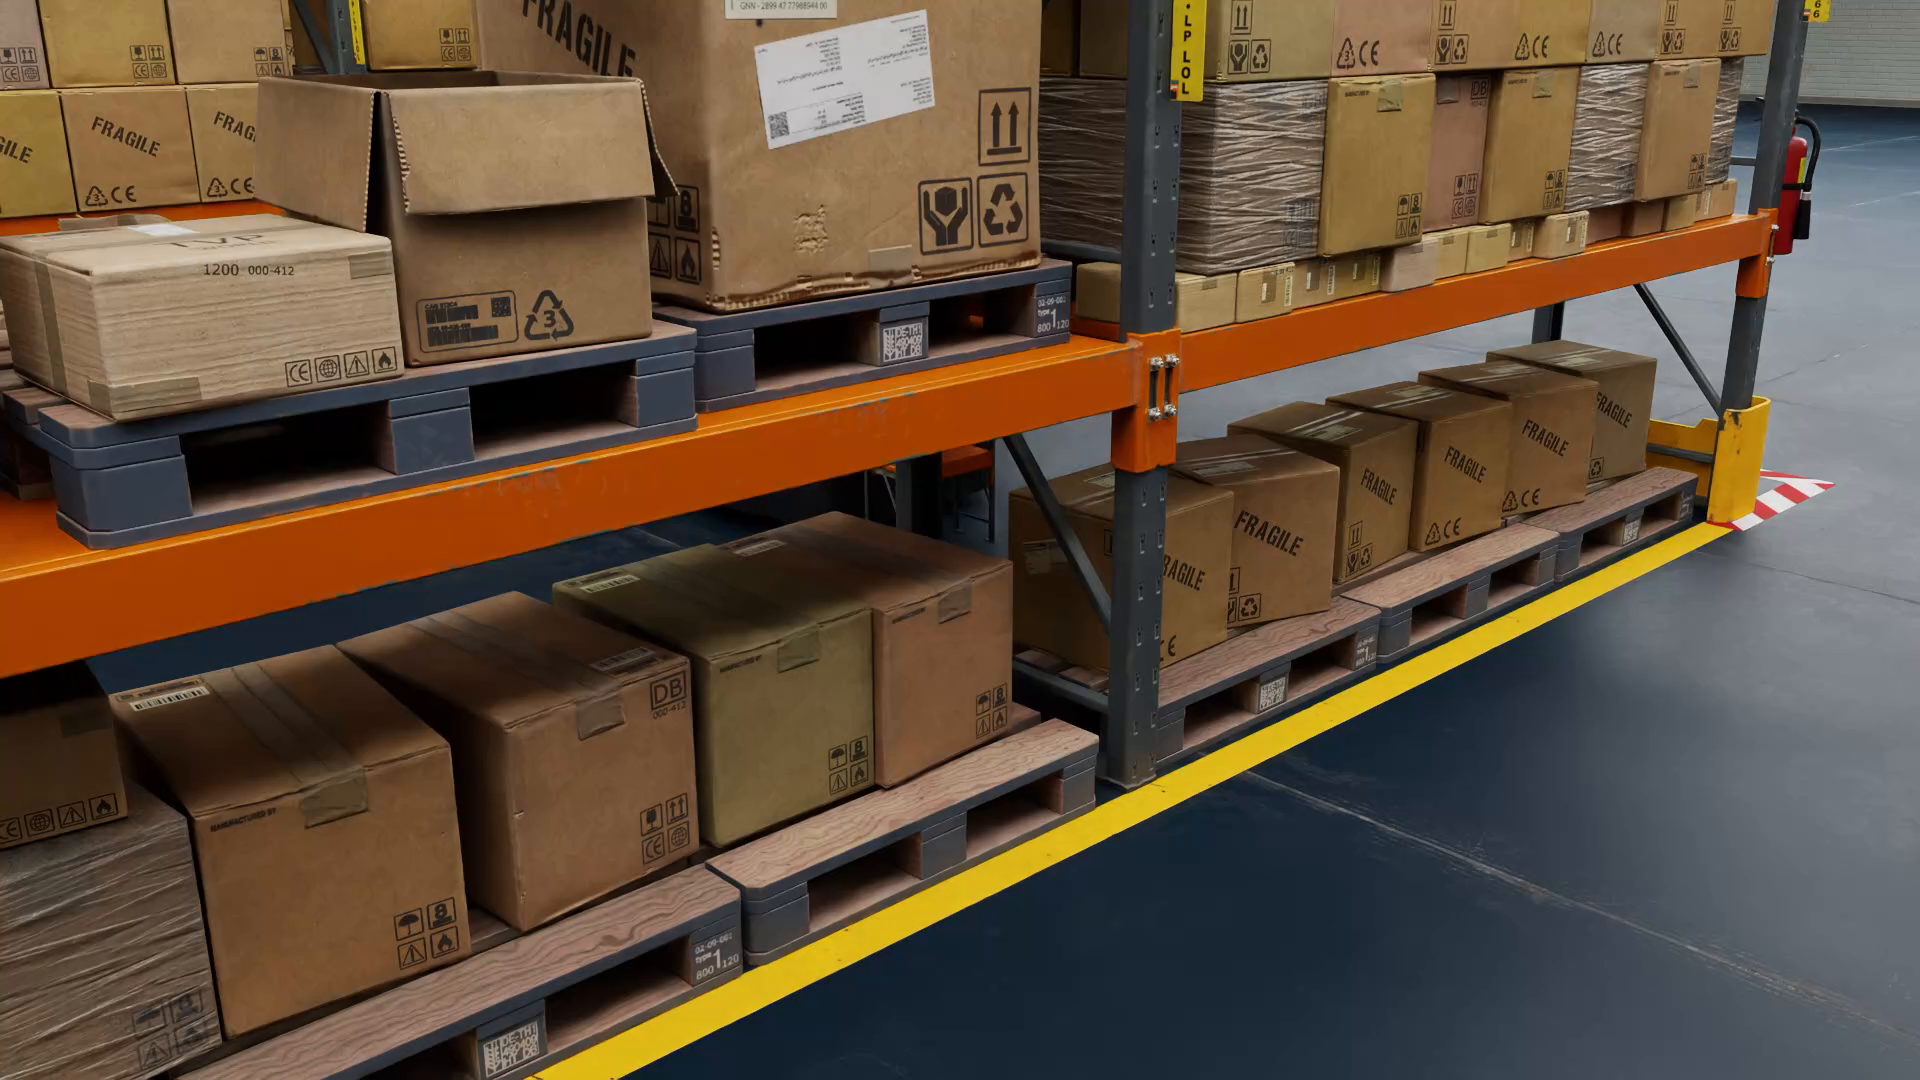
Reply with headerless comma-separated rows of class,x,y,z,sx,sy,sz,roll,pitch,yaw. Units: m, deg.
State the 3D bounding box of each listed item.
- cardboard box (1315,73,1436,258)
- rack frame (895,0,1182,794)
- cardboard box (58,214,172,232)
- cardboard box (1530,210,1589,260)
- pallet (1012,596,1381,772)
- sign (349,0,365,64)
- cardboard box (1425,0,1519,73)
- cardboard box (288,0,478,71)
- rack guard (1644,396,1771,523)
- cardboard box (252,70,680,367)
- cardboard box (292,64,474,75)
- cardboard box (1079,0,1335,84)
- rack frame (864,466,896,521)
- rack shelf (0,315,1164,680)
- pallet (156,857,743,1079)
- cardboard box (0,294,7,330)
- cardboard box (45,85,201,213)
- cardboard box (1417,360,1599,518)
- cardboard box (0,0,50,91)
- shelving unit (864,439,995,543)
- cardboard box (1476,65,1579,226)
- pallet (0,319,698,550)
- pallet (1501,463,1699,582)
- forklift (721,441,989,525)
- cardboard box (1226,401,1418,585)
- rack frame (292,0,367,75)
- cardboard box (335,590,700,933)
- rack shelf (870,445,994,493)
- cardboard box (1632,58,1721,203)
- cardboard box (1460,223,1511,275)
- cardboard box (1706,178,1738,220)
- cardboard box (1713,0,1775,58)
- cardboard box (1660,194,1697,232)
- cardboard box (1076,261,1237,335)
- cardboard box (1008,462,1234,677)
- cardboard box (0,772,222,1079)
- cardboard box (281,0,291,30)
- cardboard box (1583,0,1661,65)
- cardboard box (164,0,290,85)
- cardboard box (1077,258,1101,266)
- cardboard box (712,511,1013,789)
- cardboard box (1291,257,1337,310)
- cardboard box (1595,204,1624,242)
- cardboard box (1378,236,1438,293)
cardboard box,0.939,-1.196,5.166,0.500,0.500,0.875,-16,24,-41
rack frame,0.182,-0.828,4.674,0.127,3.000,1.000,-16,24,-41
cardboard box,-1.698,-0.530,3.292,0.396,0.266,0.258,17,25,42
cardboard box,2.005,-1.108,5.945,0.250,0.149,0.380,-16,24,-41
pallet,0.646,0.349,5.567,1.213,0.211,1.003,-16,24,-41
sign,-2.773,-2.354,7.633,0.005,0.325,0.100,-16,24,-41
cardboard box,1.409,-1.743,5.231,0.500,0.500,0.500,-16,24,-41
cardboard box,-2.861,-2.616,8.196,0.550,0.550,0.875,-16,24,-41
rack guard,3.033,-0.470,7.624,0.348,0.500,1.175,-16,24,-41
cardboard box,-1.014,-0.688,3.396,0.637,0.503,0.797,-13,22,-35
cardboard box,-2.893,-2.113,8.394,0.550,0.550,0.875,-16,24,-41
cardboard box,0.683,-1.531,4.577,0.500,0.500,0.500,-16,24,-41
rack frame,-0.298,-0.484,6.532,0.015,1.200,0.240,-16,24,-41
rack shelf,-1.271,-0.062,3.478,4.000,0.370,1.077,-16,24,-41
pallet,-1.270,0.924,3.793,1.213,0.211,1.003,-16,24,-41
cardboard box,-4.245,-0.735,7.355,0.750,0.750,1.050,-16,24,-41
cardboard box,-3.715,-1.731,7.297,0.500,0.500,0.500,-17,24,-41
cardboard box,2.212,-0.423,6.798,0.500,0.500,0.500,-9,20,-27
cardboard box,-4.249,-2.161,7.002,0.500,0.500,0.700,-16,24,-40
shelving unit,-0.120,-0.536,6.691,0.503,1.200,0.258,-16,24,-41
cardboard box,1.625,-1.421,5.861,0.500,0.500,0.875,-16,24,-41
pallet,-1.314,-0.317,3.411,1.213,0.211,1.003,-16,24,-41
pallet,2.419,-0.168,7.162,1.213,0.211,1.003,-16,24,-41
forklift,-1.279,-1.774,7.704,3.031,2.935,1.130,16,24,40
cardboard box,1.308,-0.186,6.068,0.500,0.500,0.500,15,23,39
rack frame,-3.152,-1.961,8.168,0.127,3.000,1.000,-16,24,-41
cardboard box,-1.045,0.493,3.940,0.700,0.500,0.500,15,23,39
rack shelf,-0.120,-0.283,6.773,0.480,0.148,0.258,-16,24,-41
cardboard box,2.389,-1.621,6.476,0.500,0.500,0.875,-16,24,-41
cardboard box,1.625,-1.007,5.635,0.250,0.149,0.380,-16,24,-41
cardboard box,3.023,-1.449,6.998,0.250,0.149,0.380,-16,24,-41
cardboard box,2.858,-2.168,6.542,0.500,0.500,0.500,-16,24,-41
cardboard box,2.695,-1.332,6.636,0.250,0.149,0.380,-16,24,-41
cardboard box,0.545,-0.686,4.645,0.250,0.149,0.380,-16,24,-41
cardboard box,0.500,0.086,5.228,0.500,0.500,0.500,17,25,42
cardboard box,-1.857,0.733,3.200,0.700,0.500,0.500,15,24,39
cardboard box,-5.072,-4.092,12.477,0.500,0.500,0.700,-16,24,-41
cardboard box,2.134,-1.955,5.886,0.500,0.500,0.500,-16,24,-41
cardboard box,-3.509,-2.377,7.670,0.500,0.500,0.700,-17,24,-42
cardboard box,0.324,-0.870,5.213,0.250,0.149,0.380,-16,24,-41
cardboard box,-0.279,0.277,4.605,0.700,0.500,0.500,16,24,40
cardboard box,0.898,-0.795,4.982,0.250,0.149,0.380,-16,24,-41
cardboard box,2.292,-1.238,6.348,0.250,0.149,0.380,-16,24,-41
cardboard box,1.283,-0.894,5.287,0.250,0.149,0.380,-16,24,-41
